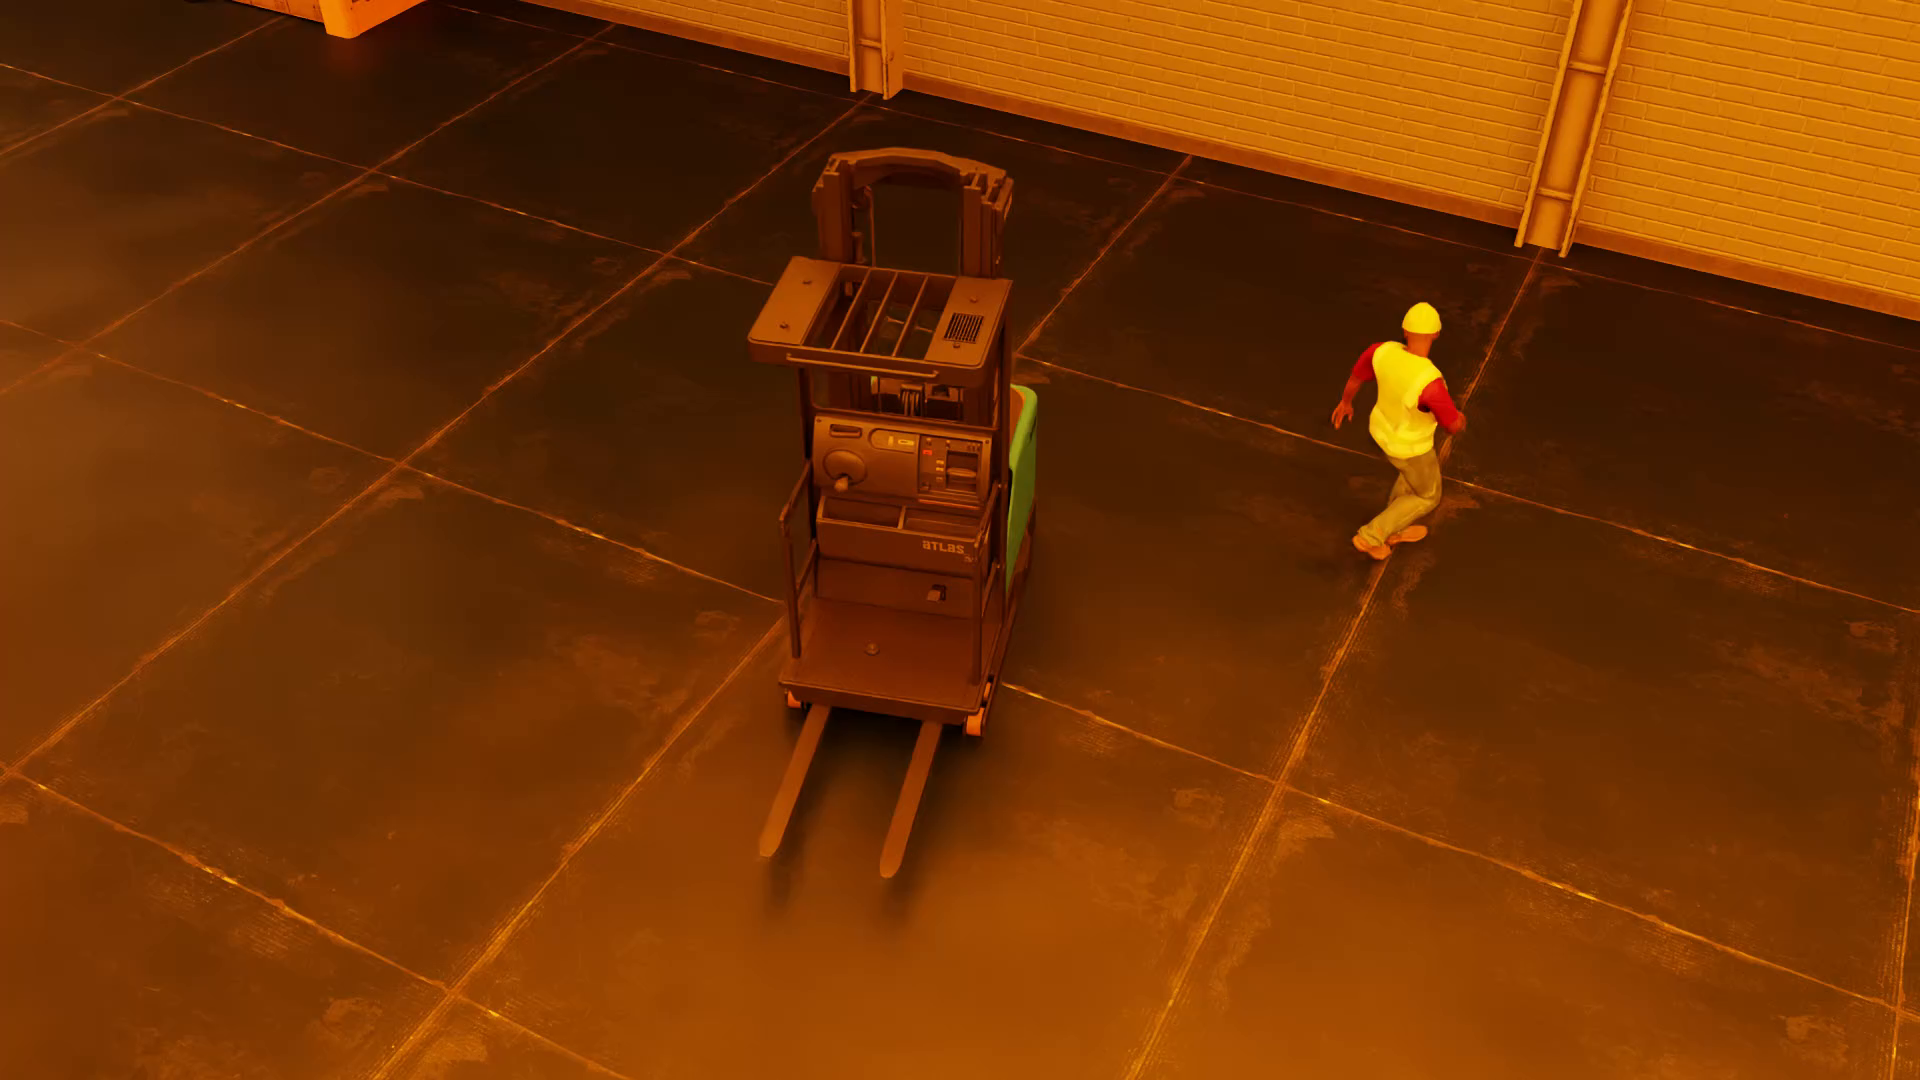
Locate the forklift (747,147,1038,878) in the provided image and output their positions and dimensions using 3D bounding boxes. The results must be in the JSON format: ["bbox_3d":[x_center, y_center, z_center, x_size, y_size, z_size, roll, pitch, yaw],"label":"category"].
[{"bbox_3d":[-0.341,-0.325,8.373,1.130,2.935,3.031,8,41,9],"label":"forklift"}]

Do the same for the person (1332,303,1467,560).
[{"bbox_3d":[2.605,-0.639,9.700,0.626,1.709,0.729,-10,41,-12],"label":"person"}]
